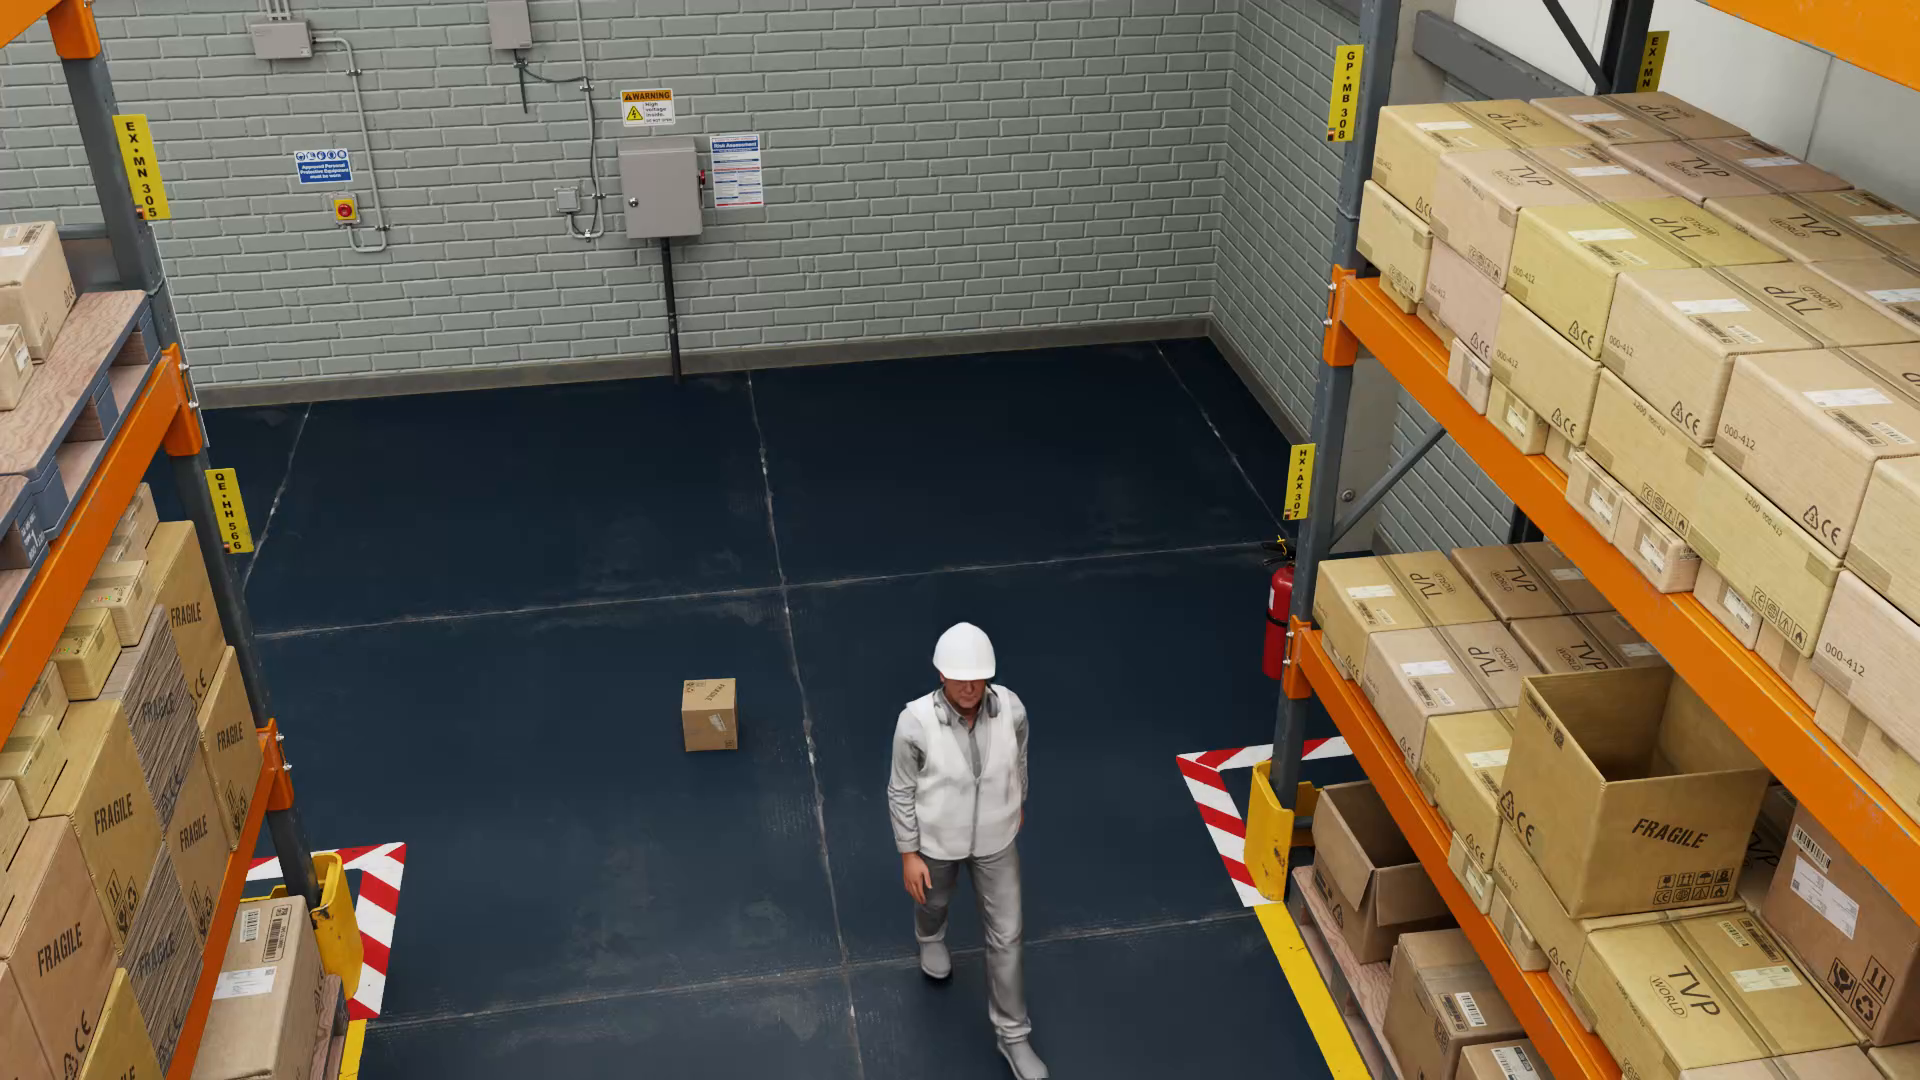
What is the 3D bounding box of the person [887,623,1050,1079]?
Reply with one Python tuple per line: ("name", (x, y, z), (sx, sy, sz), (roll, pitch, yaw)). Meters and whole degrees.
("person", (0.027, 1.126, 6.168), (0.565, 1.721, 0.965), (-7, 31, -11))
